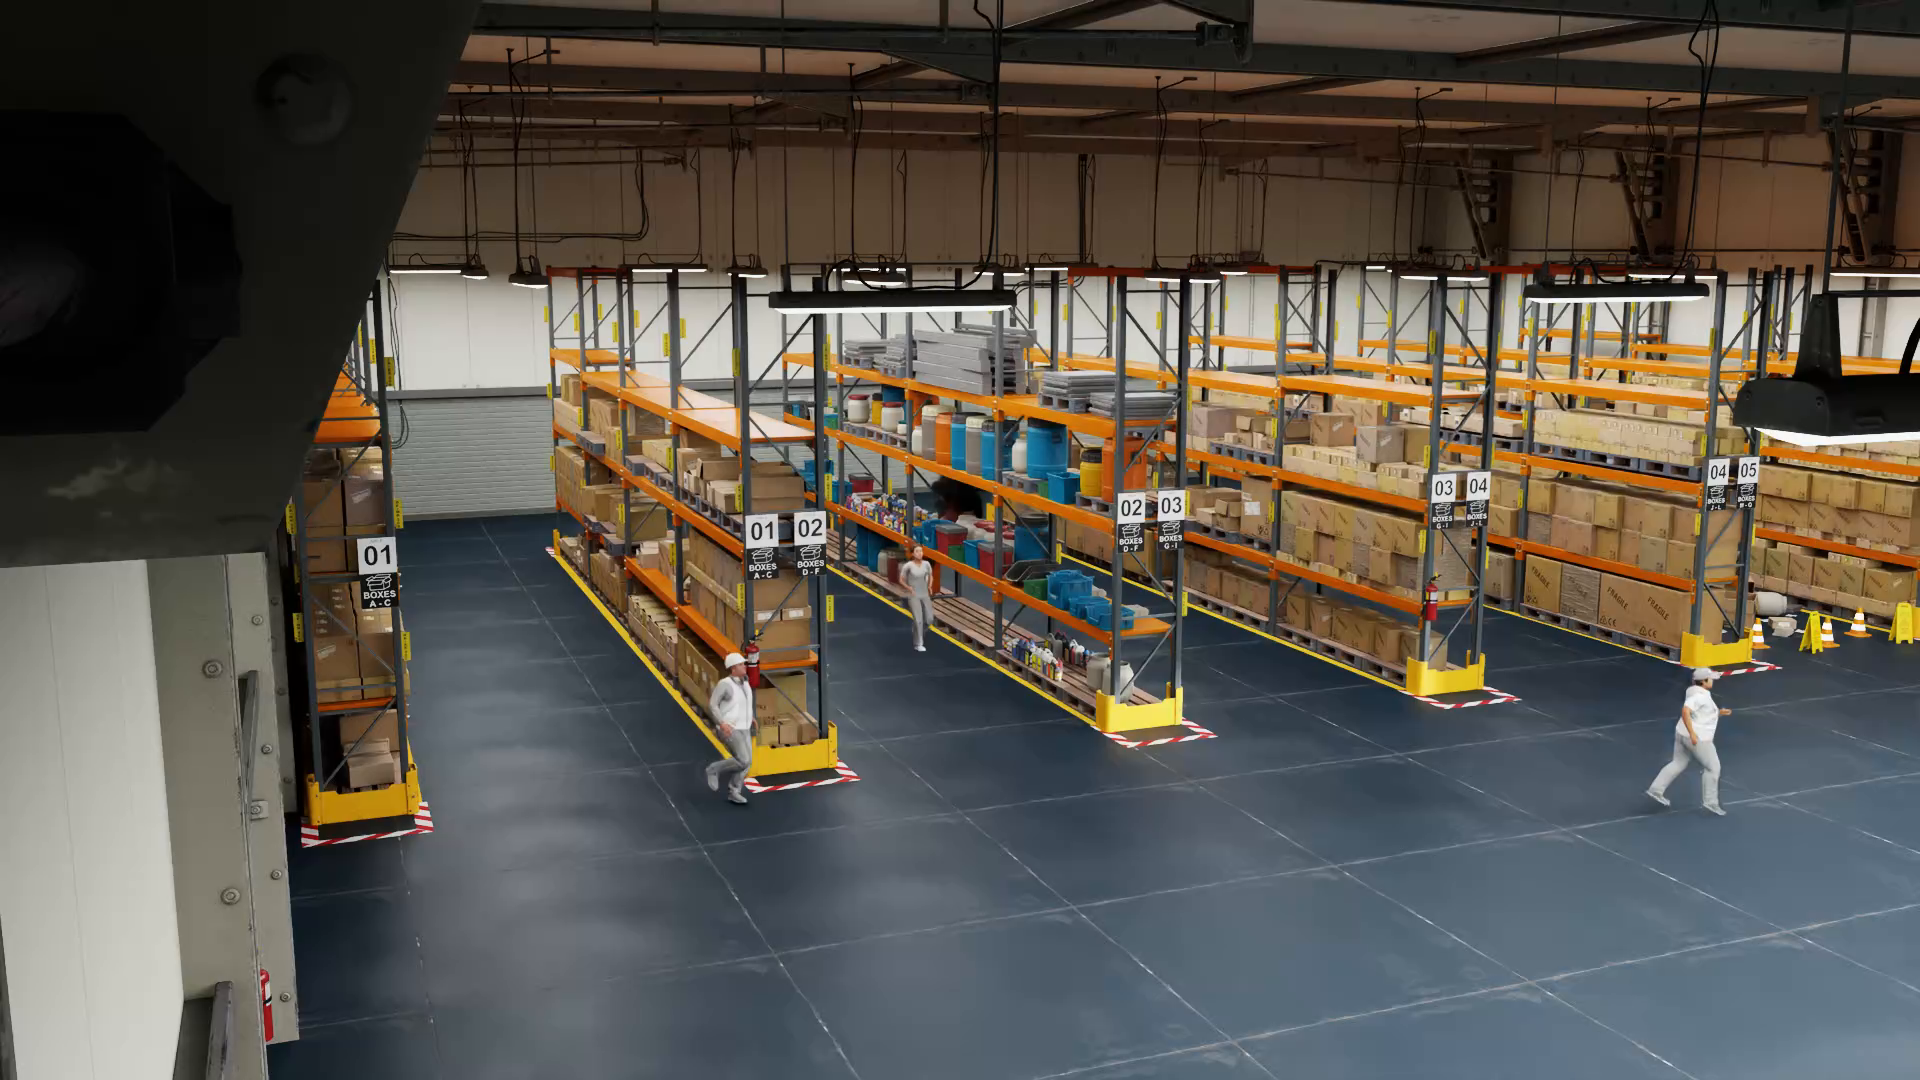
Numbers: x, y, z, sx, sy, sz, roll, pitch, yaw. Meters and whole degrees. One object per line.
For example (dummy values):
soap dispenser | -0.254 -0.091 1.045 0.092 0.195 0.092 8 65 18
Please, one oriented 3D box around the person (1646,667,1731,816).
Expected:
person | 8.265 2.269 18.801 0.855 1.711 0.580 0 10 2

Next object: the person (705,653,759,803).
person | -2.609 2.160 19.380 0.555 1.700 0.690 5 11 26

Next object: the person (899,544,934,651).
person | -0.640 0.877 25.278 0.561 1.612 0.541 -4 11 -24
